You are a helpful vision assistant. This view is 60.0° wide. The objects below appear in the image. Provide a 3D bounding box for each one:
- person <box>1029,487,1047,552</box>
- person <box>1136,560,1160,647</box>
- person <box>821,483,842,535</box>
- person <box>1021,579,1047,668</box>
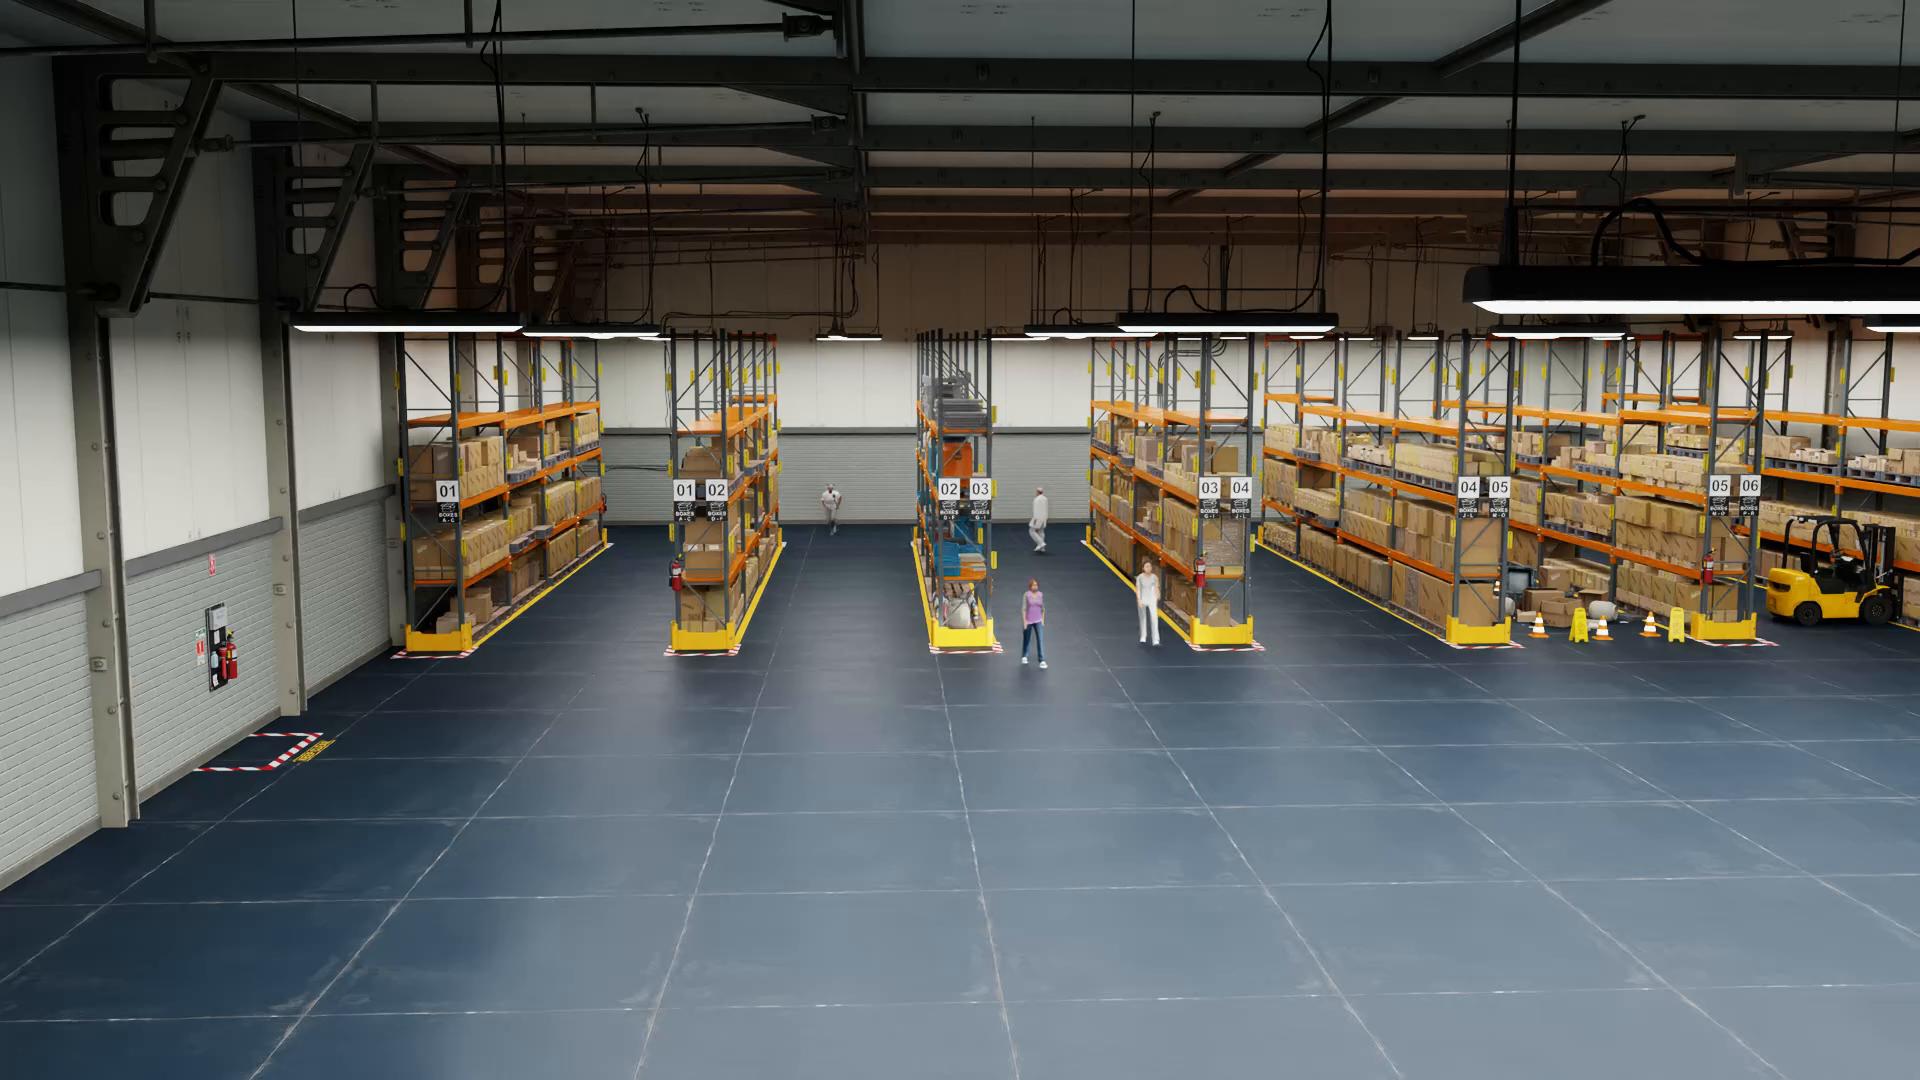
[{"bbox_3d":[2.221,-0.568,45.885,0.539,1.779,0.638,5,8,35],"label":"person"},{"bbox_3d":[3.566,1.195,31.521,0.481,1.612,1.030,1,7,9],"label":"person"},{"bbox_3d":[-3.842,-0.932,49.815,0.581,1.591,0.732,1,7,7],"label":"person"},{"bbox_3d":[1.306,1.464,29.489,0.445,1.562,0.858,-1,7,-9],"label":"person"}]
